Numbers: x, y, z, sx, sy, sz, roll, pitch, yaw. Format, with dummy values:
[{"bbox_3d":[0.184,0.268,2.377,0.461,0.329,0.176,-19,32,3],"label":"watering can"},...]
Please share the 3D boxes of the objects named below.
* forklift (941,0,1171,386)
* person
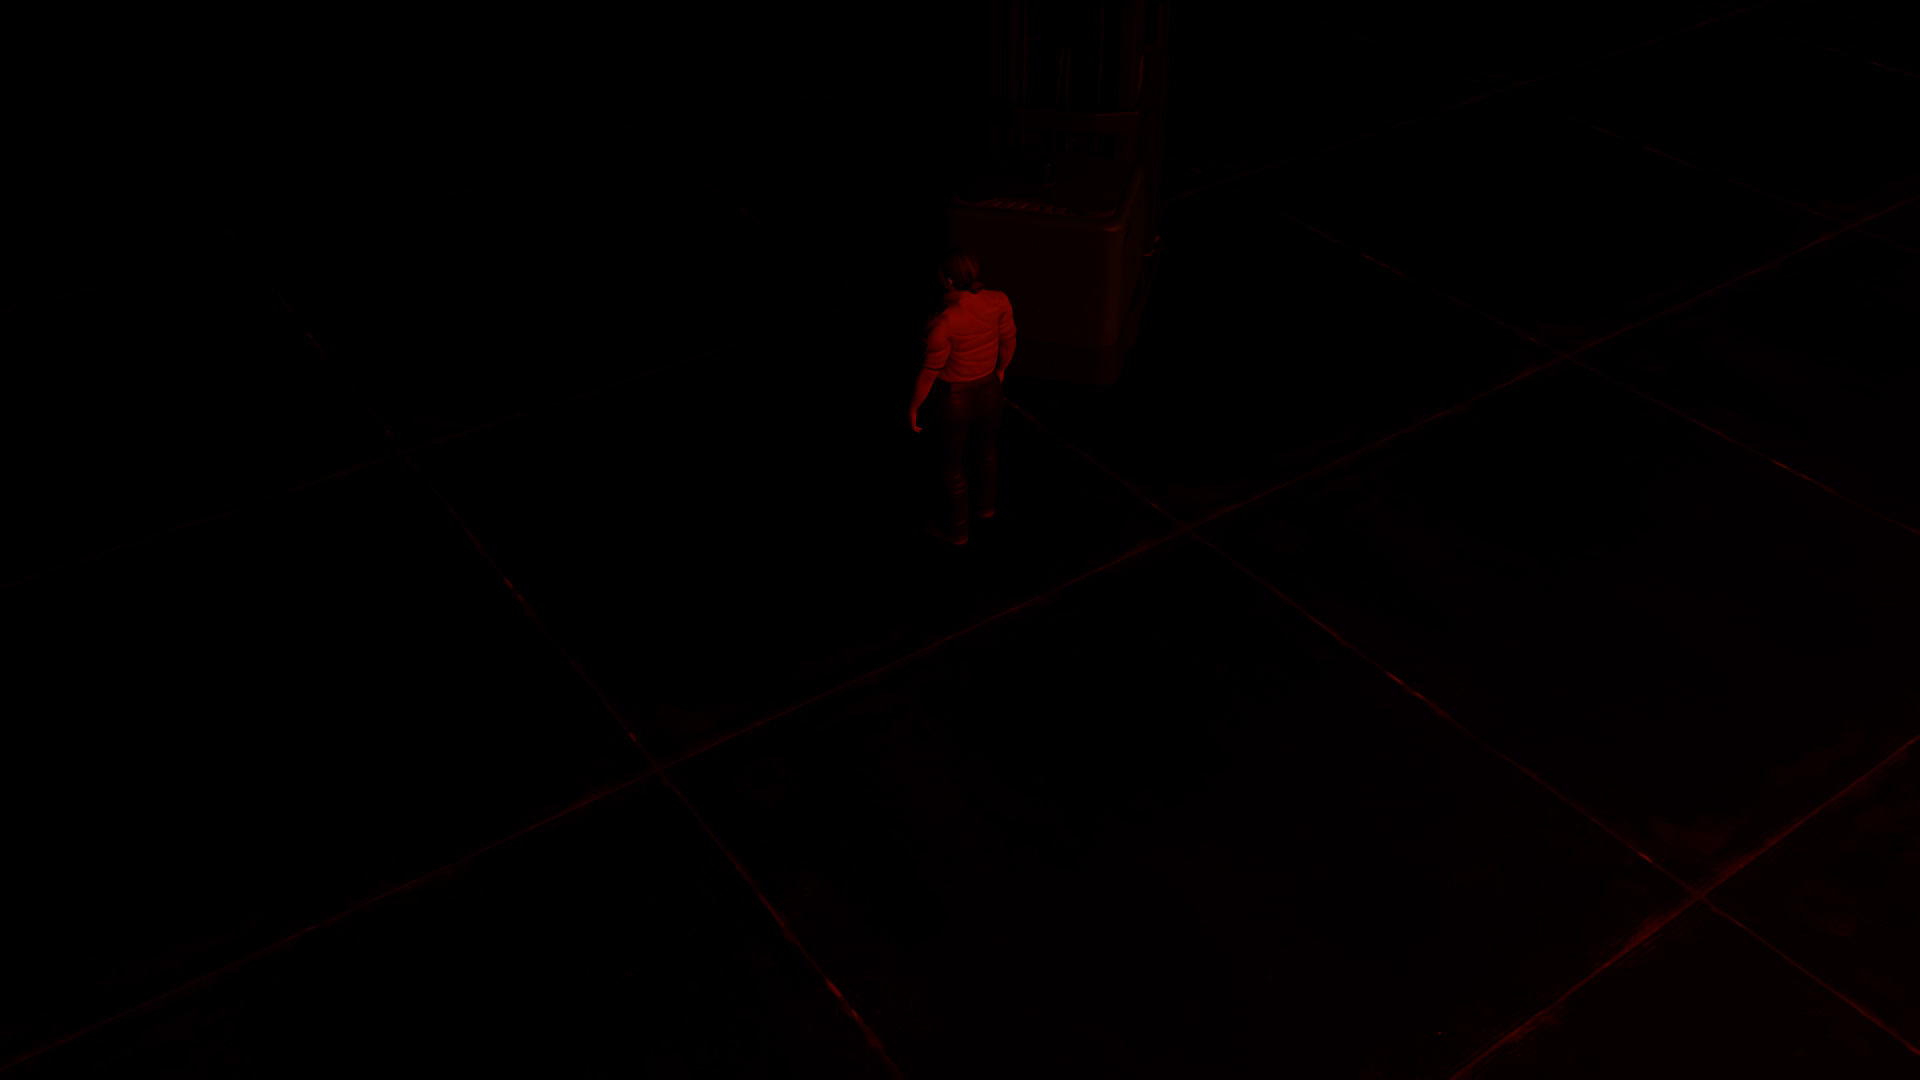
[{"bbox_3d":[0.718,-2.932,9.911,1.130,2.935,3.031,8,37,11],"label":"forklift"},{"bbox_3d":[-0.033,-0.720,7.986,0.598,1.651,0.502,-23,42,-28],"label":"person"}]
